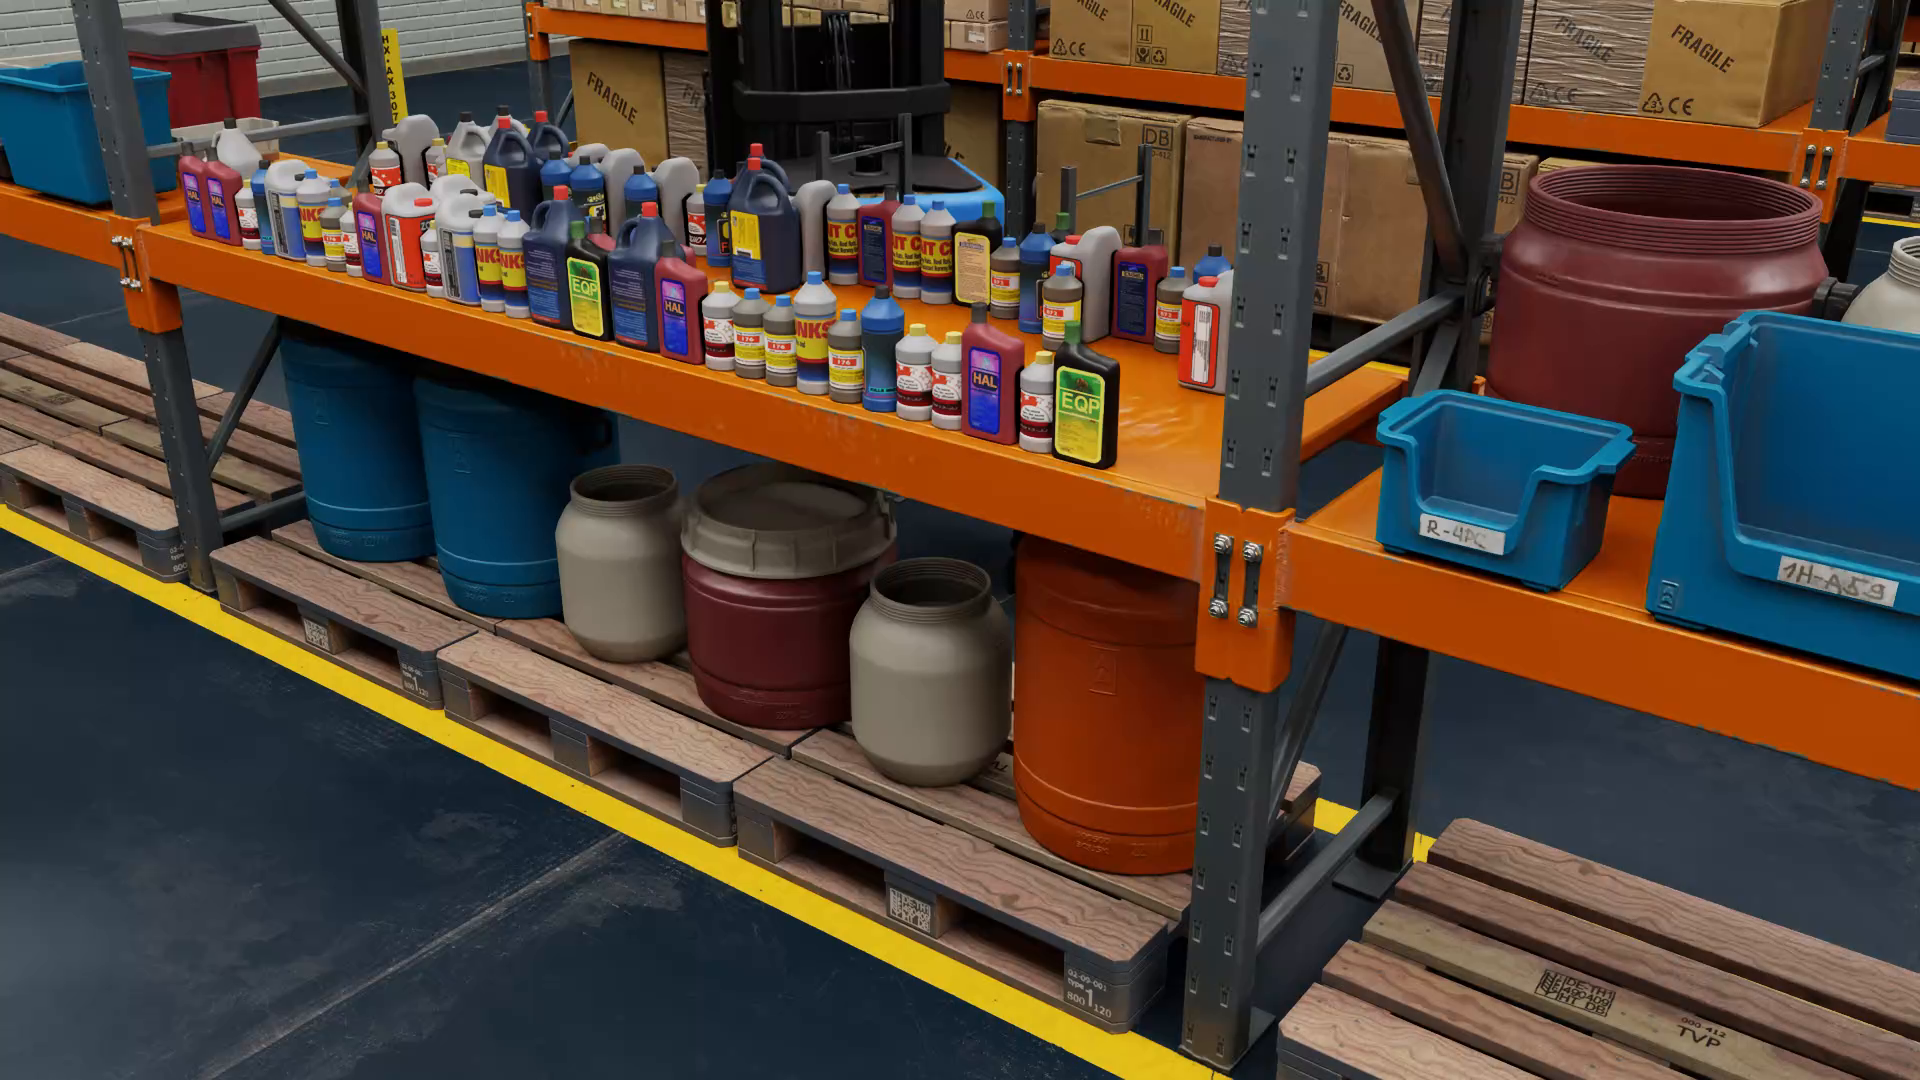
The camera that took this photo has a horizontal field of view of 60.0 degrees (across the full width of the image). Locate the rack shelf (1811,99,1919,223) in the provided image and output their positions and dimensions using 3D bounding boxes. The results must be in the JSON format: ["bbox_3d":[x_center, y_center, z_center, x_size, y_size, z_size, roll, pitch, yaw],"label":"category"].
[{"bbox_3d":[5.404,-1.171,6.079,4.000,0.370,1.077,17,29,33],"label":"rack shelf"}]

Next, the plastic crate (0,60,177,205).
[{"bbox_3d":[-2.946,-1.376,5.598,0.575,0.384,0.392,17,29,33],"label":"plastic crate"}]

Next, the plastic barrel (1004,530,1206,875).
[{"bbox_3d":[0.431,0.303,4.014,0.708,0.830,0.600,17,29,33],"label":"plastic barrel"}]

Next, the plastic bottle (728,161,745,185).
[{"bbox_3d":[-0.657,-0.968,4.872,0.133,0.283,0.061,17,29,33],"label":"plastic bottle"}]

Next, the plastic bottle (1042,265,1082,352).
[{"bbox_3d":[0.250,-0.571,4.071,0.097,0.201,0.097,0,24,0],"label":"plastic bottle"}]

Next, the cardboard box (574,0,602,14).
[{"bbox_3d":[-2.306,-3.549,10.897,0.250,0.149,0.380,16,29,33],"label":"cardboard box"}]

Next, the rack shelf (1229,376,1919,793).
[{"bbox_3d":[2.433,0.427,2.452,4.000,0.370,1.077,17,29,33],"label":"rack shelf"}]

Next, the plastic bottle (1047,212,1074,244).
[{"bbox_3d":[0.230,-0.700,4.263,0.133,0.283,0.061,17,29,33],"label":"plastic bottle"}]

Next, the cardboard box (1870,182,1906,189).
[{"bbox_3d":[6.175,-2.682,11.197,0.500,0.500,0.500,17,29,33],"label":"cardboard box"}]

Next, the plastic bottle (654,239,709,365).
[{"bbox_3d":[-0.661,-0.569,3.965,0.133,0.283,0.061,17,29,33],"label":"plastic bottle"}]

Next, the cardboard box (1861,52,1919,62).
[{"bbox_3d":[6.452,-3.196,11.432,0.500,0.250,0.500,15,28,31],"label":"cardboard box"}]

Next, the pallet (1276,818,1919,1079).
[{"bbox_3d":[1.429,1.090,3.513,1.213,0.211,1.003,17,29,33],"label":"pallet"}]

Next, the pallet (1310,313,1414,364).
[{"bbox_3d":[2.245,-1.218,8.752,1.213,0.211,1.003,17,29,33],"label":"pallet"}]

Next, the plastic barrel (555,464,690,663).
[{"bbox_3d":[-0.978,0.067,4.942,0.421,0.512,0.421,0,24,0],"label":"plastic barrel"}]

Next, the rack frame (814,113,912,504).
[{"bbox_3d":[-0.339,-0.789,6.180,0.032,1.500,0.500,17,29,33],"label":"rack frame"}]

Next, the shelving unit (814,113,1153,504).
[{"bbox_3d":[0.068,-0.666,5.901,1.048,1.500,0.538,17,29,33],"label":"shelving unit"}]

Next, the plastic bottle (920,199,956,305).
[{"bbox_3d":[-0.058,-0.772,4.442,0.097,0.271,0.097,0,24,0],"label":"plastic bottle"}]

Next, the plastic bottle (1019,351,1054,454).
[{"bbox_3d":[0.172,-0.289,3.431,0.097,0.201,0.097,0,24,0],"label":"plastic bottle"}]

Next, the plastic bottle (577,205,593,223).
[{"bbox_3d":[-0.981,-0.742,4.373,0.097,0.271,0.097,0,24,0],"label":"plastic bottle"}]

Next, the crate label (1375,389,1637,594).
[{"bbox_3d":[0.945,-0.086,2.933,0.416,0.233,0.303,17,29,33],"label":"crate label"}]

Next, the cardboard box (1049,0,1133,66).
[{"bbox_3d":[0.821,-2.805,8.771,0.500,0.500,0.500,17,29,33],"label":"cardboard box"}]

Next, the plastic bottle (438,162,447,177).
[{"bbox_3d":[-1.626,-1.138,5.358,0.097,0.201,0.097,0,24,0],"label":"plastic bottle"}]

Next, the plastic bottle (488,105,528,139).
[{"bbox_3d":[-1.436,-1.214,5.345,0.185,0.351,0.144,17,29,33],"label":"plastic bottle"}]

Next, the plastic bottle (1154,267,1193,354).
[{"bbox_3d":[0.526,-0.564,4.056,0.097,0.201,0.097,0,24,0],"label":"plastic bottle"}]

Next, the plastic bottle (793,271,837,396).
[{"bbox_3d":[-0.325,-0.471,3.757,0.097,0.271,0.097,0,24,0],"label":"plastic bottle"}]

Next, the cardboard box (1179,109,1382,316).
[{"bbox_3d":[1.842,-1.807,8.744,0.875,0.875,1.225,16,28,32],"label":"cardboard box"}]

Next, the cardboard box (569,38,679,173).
[{"bbox_3d":[-2.038,-3.009,11.473,0.875,0.875,0.875,17,29,33],"label":"cardboard box"}]

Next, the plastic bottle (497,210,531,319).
[{"bbox_3d":[-1.145,-0.719,4.320,0.097,0.271,0.097,0,24,0],"label":"plastic bottle"}]

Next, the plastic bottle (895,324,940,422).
[{"bbox_3d":[-0.091,-0.368,3.611,0.097,0.201,0.097,0,24,0],"label":"plastic bottle"}]

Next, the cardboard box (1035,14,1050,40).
[{"bbox_3d":[0.565,-3.015,9.683,0.250,0.149,0.380,17,29,33],"label":"cardboard box"}]

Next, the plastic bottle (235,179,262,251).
[{"bbox_3d":[-2.121,-0.981,5.003,0.097,0.201,0.097,0,24,0],"label":"plastic bottle"}]

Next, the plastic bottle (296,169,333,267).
[{"bbox_3d":[-1.857,-0.934,4.808,0.097,0.271,0.097,0,24,0],"label":"plastic bottle"}]

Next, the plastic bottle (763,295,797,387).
[{"bbox_3d":[-0.402,-0.462,3.825,0.097,0.201,0.097,0,24,0],"label":"plastic bottle"}]

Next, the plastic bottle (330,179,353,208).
[{"bbox_3d":[-1.874,-0.983,5.008,0.097,0.201,0.097,0,24,0],"label":"plastic bottle"}]

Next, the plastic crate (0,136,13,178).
[{"bbox_3d":[-3.425,-1.438,6.061,0.590,0.125,0.437,17,29,33],"label":"plastic crate"}]

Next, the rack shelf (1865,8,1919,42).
[{"bbox_3d":[5.258,-3.714,11.851,4.000,0.370,1.077,17,29,33],"label":"rack shelf"}]

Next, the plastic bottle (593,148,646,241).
[{"bbox_3d":[-1.055,-1.062,5.094,0.135,0.276,0.152,17,29,33],"label":"plastic bottle"}]

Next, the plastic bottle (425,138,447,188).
[{"bbox_3d":[-1.750,-1.252,5.617,0.097,0.201,0.097,0,24,0],"label":"plastic bottle"}]

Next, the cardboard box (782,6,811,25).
[{"bbox_3d":[-0.867,-3.115,9.910,0.250,0.149,0.380,16,29,32],"label":"cardboard box"}]

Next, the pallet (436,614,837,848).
[{"bbox_3d":[-0.795,0.418,5.039,1.213,0.211,1.003,17,29,33],"label":"pallet"}]

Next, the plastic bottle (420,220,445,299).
[{"bbox_3d":[-1.409,-0.766,4.515,0.097,0.201,0.097,0,24,0],"label":"plastic bottle"}]

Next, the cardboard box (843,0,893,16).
[{"bbox_3d":[-0.324,-3.165,9.530,0.500,0.250,0.500,18,29,35],"label":"cardboard box"}]

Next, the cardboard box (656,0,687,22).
[{"bbox_3d":[-1.689,-3.363,10.474,0.250,0.149,0.380,16,28,32],"label":"cardboard box"}]

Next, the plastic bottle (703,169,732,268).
[{"bbox_3d":[-0.690,-0.933,4.807,0.097,0.271,0.097,0,24,0],"label":"plastic bottle"}]

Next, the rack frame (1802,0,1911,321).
[{"bbox_3d":[3.803,-1.984,7.032,0.127,3.000,1.000,17,29,33],"label":"rack frame"}]

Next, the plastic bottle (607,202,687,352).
[{"bbox_3d":[-0.764,-0.651,4.069,0.185,0.351,0.144,17,29,33],"label":"plastic bottle"}]

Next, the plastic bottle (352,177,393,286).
[{"bbox_3d":[-1.620,-0.858,4.622,0.133,0.283,0.061,17,29,33],"label":"plastic bottle"}]

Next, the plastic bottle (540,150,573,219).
[{"bbox_3d":[-1.223,-1.048,5.068,0.097,0.271,0.097,0,24,0],"label":"plastic bottle"}]

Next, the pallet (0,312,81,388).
[{"bbox_3d":[-4.932,-0.832,7.877,1.213,0.211,1.003,17,29,33],"label":"pallet"}]

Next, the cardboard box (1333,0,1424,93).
[{"bbox_3d":[2.040,-2.439,7.941,0.500,0.500,0.500,17,29,34],"label":"cardboard box"}]

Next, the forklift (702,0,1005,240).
[{"bbox_3d":[-0.676,-2.312,7.862,1.130,2.935,3.031,-6,25,-14],"label":"forklift"}]

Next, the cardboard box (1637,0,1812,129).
[{"bbox_3d":[3.260,-2.069,7.101,0.500,0.500,0.500,18,29,35],"label":"cardboard box"}]

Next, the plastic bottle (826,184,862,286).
[{"bbox_3d":[-0.320,-0.852,4.622,0.097,0.271,0.097,0,24,0],"label":"plastic bottle"}]

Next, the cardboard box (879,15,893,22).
[{"bbox_3d":[-0.249,-2.928,9.487,0.250,0.149,0.380,16,29,32],"label":"cardboard box"}]
